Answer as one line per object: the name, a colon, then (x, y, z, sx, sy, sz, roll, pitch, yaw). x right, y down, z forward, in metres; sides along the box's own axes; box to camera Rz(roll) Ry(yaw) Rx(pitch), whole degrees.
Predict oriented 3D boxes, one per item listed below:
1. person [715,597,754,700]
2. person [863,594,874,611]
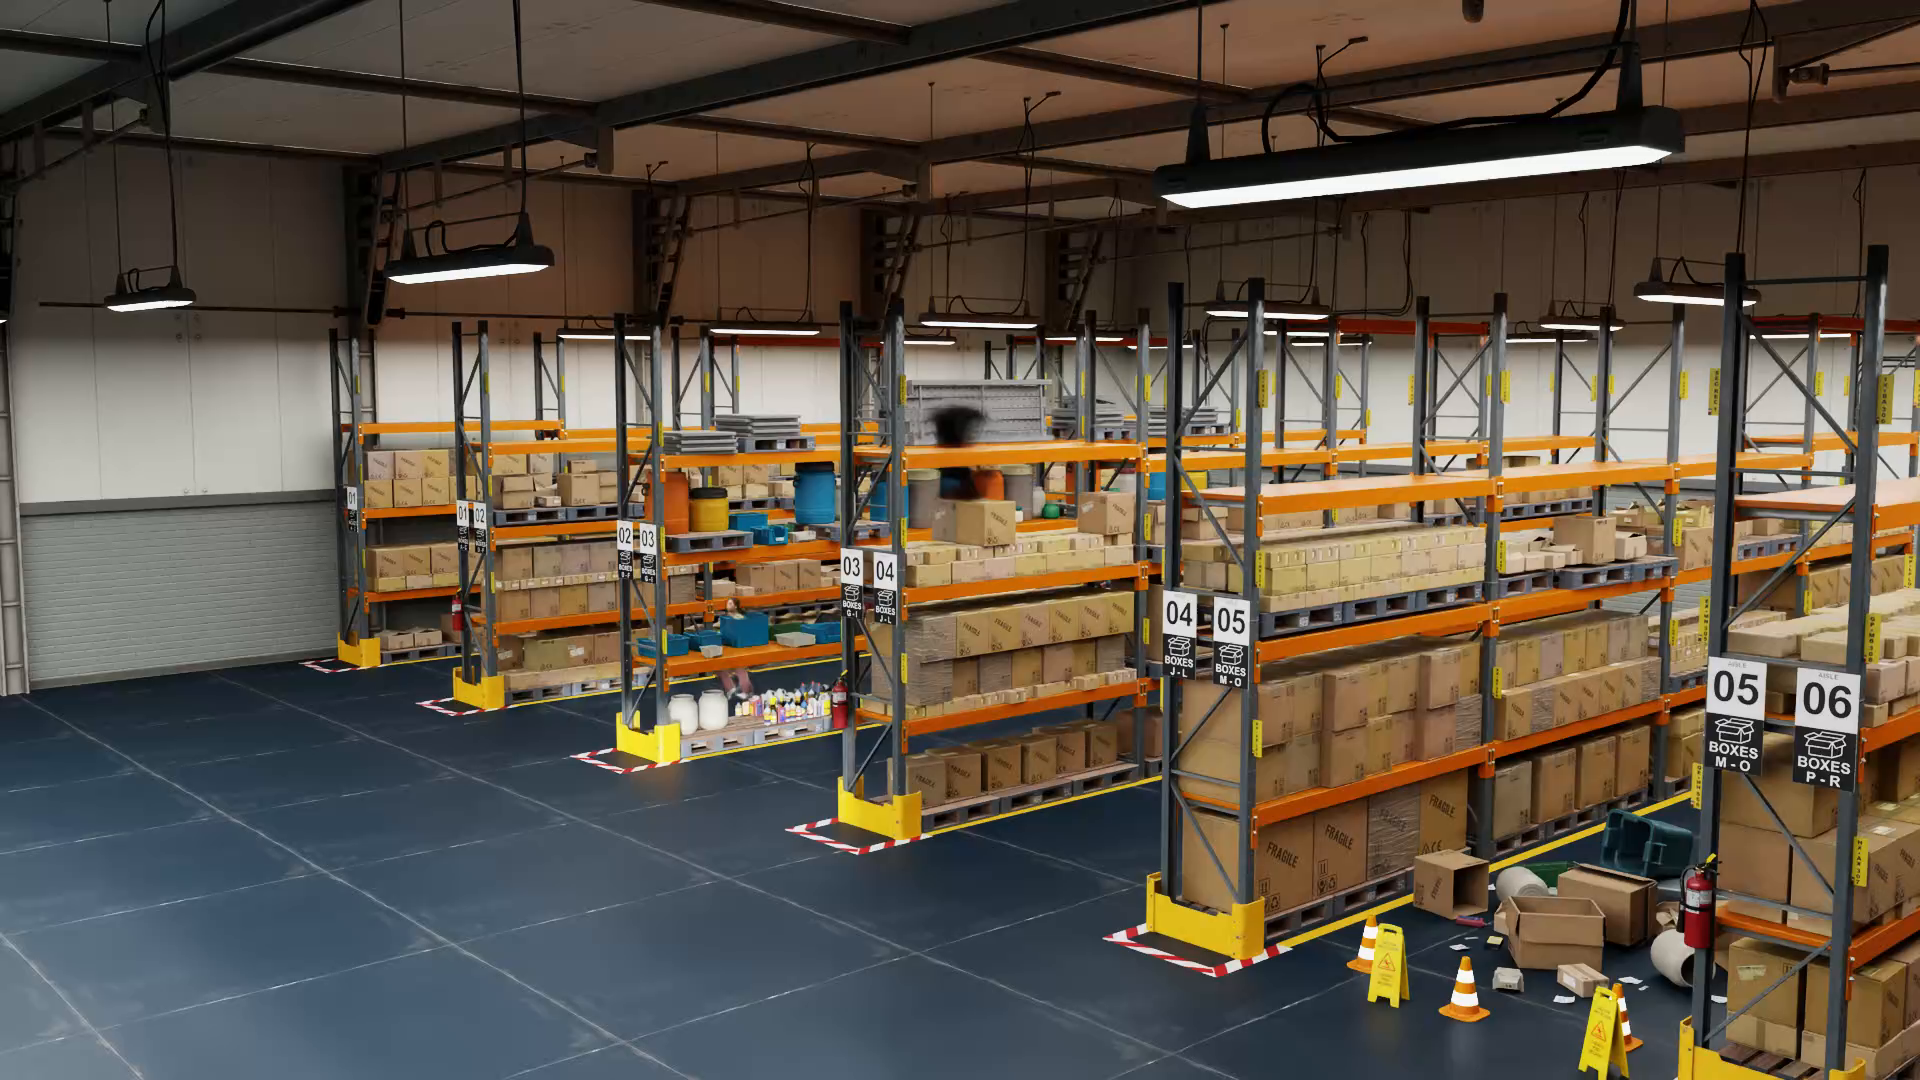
person: (-3.563, 1.731, 26.336, 0.672, 1.678, 0.557, -5, 8, -43)
person: (-1.844, 0.949, 34.113, 0.716, 1.712, 0.706, 4, 7, 32)
